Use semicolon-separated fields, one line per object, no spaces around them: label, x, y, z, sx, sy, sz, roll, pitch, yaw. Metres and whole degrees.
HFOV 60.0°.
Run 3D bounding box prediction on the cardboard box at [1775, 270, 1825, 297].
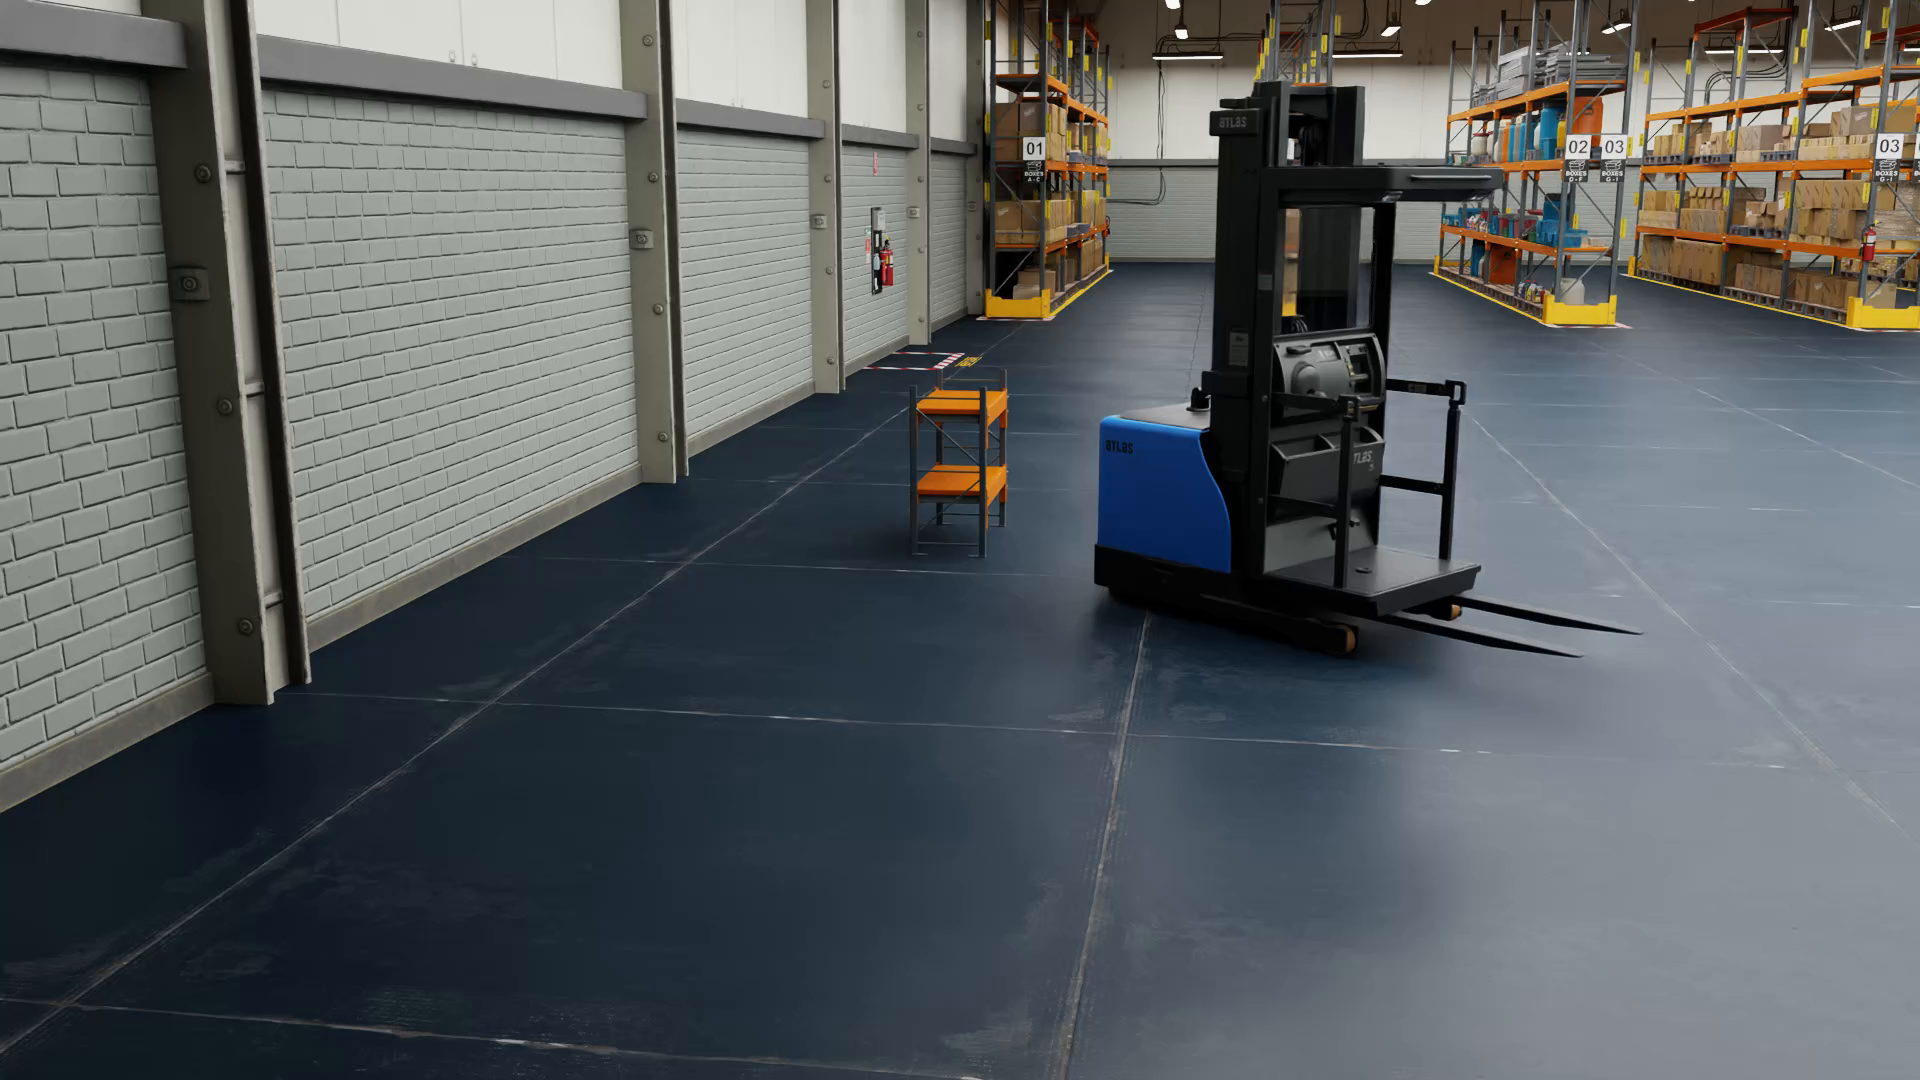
cardboard box;16.457;-5.025;32.578;0.700;0.500;0.500;1;12;4

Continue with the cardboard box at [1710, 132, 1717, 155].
cardboard box;17.249;-8.885;37.241;0.797;0.503;0.637;2;12;8

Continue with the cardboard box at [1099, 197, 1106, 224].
cardboard box;3.435;-8.924;45.071;0.980;0.700;0.700;2;12;11

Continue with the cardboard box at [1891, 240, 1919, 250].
cardboard box;16.005;-5.001;28.174;0.380;0.149;0.250;2;12;9

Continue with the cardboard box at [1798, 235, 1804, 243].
cardboard box;15.948;-5.642;31.150;0.380;0.149;0.250;2;12;9

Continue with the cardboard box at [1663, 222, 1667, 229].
cardboard box;17.413;-7.682;40.614;0.380;0.149;0.250;2;12;10

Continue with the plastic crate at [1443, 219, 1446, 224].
plastic crate;12.798;-8.359;43.642;0.250;0.136;0.298;2;12;9

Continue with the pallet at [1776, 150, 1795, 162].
pallet;16.541;-7.404;32.056;1.213;0.211;1.003;2;12;9

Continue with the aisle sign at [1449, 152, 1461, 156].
aisle sign;13.010;-9.858;43.948;0.394;0.787;0.004;2;12;9

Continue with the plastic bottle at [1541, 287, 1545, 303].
plastic bottle;10.852;-4.564;30.956;0.061;0.283;0.133;2;12;9

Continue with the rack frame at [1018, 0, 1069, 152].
rack frame;1.658;-9.319;33.374;1.000;3.000;0.127;2;12;9

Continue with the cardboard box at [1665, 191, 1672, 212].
cardboard box;17.459;-8.217;40.372;0.500;0.500;0.500;2;12;9

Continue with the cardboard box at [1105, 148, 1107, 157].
cardboard box;3.653;-10.370;44.495;0.500;0.250;0.500;2;12;10

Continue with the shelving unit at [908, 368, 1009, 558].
shelving unit;0.001;-0.551;11.381;0.538;1.125;1.048;2;12;9

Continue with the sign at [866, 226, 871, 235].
sign;-1.223;-4.130;22.196;0.001;0.109;0.331;2;12;9

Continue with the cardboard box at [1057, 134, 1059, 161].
cardboard box;1.596;-7.471;31.635;0.500;0.500;0.500;3;12;12

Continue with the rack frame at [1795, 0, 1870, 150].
rack frame;16.341;-8.837;31.140;1.000;3.000;0.127;2;12;9

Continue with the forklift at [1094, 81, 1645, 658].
forklift;2.164;-0.947;8.928;1.130;2.935;3.031;-11;16;-41

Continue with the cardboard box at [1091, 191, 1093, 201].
cardboard box;2.981;-8.410;40.628;0.500;0.250;0.500;2;12;10

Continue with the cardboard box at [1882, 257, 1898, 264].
cardboard box;22.286;-6.680;39.726;0.380;0.149;0.250;2;12;8

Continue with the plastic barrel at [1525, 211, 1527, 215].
plastic barrel;12.115;-6.731;35.342;0.421;0.512;0.421;0;12;0

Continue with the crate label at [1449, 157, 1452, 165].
crate label;12.831;-9.775;42.964;0.408;0.251;0.502;2;12;9

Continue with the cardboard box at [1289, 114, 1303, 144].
cardboard box;6.030;-7.304;29.569;0.797;0.503;0.637;3;12;13

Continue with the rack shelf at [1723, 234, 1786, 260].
rack shelf;16.648;-5.969;33.779;1.077;0.370;4.000;2;12;9

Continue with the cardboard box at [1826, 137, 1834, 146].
cardboard box;15.823;-7.162;29.896;0.380;0.149;0.250;2;12;8

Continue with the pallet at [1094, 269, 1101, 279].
pallet;3.082;-6.844;42.750;1.003;0.211;1.213;2;12;9

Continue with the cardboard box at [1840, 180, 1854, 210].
cardboard box;15.637;-5.982;28.813;0.500;0.500;0.500;2;12;9

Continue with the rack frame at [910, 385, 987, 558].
rack frame;-0.077;-0.445;10.890;0.500;1.125;0.032;2;12;9

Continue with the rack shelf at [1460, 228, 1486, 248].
rack shelf;12.370;-6.962;38.388;1.077;0.370;4.000;2;12;9

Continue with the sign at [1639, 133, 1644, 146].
sign;17.639;-10.354;43.035;0.100;0.325;0.005;2;12;9

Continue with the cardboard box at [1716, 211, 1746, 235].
cardboard box;16.787;-6.897;36.139;0.500;0.500;0.500;2;12;10

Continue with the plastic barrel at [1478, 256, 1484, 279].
plastic barrel;12.293;-6.345;38.723;0.421;0.512;0.421;0;12;0

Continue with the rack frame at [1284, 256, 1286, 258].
rack frame;6.553;-6.226;33.265;1.000;3.000;0.127;2;12;9

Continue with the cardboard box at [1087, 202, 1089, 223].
cardboard box;2.768;-7.728;39.240;0.500;0.500;0.500;2;12;8

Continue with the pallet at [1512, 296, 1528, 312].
pallet;11.302;-4.563;32.167;1.003;0.211;1.213;2;12;9

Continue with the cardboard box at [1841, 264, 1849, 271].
cardboard box;22.675;-6.934;42.317;0.380;0.149;0.250;2;12;10

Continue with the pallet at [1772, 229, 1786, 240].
pallet;16.602;-5.965;32.508;1.003;0.211;1.213;2;12;9

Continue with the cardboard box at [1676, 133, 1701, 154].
cardboard box;17.632;-9.504;39.883;0.700;0.500;0.500;1;12;5

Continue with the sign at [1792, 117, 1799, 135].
sign;15.792;-7.833;31.440;0.100;0.325;0.005;2;12;9

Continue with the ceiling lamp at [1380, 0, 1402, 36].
ceiling lamp;10.325;-13.416;38.529;0.800;3.185;2.000;2;12;9

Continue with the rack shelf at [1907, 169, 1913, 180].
rack shelf;22.149;-8.086;36.484;1.077;0.370;4.000;2;12;9

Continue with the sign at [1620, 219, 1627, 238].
sign;11.375;-5.349;28.536;0.100;0.325;0.005;2;12;9

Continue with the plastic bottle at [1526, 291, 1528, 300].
plastic bottle;10.817;-4.660;31.595;0.097;0.201;0.097;0;12;0

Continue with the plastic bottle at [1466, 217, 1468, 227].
plastic bottle;12.199;-7.611;39.966;0.061;0.283;0.133;2;12;9

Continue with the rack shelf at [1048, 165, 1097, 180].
rack shelf;2.580;-8.750;39.561;1.077;0.370;4.000;2;12;9

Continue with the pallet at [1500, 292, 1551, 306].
pallet;11.529;-4.867;33.574;1.003;0.211;1.213;2;12;9

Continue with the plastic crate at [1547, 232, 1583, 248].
plastic crate;10.613;-5.274;29.197;0.499;0.251;0.616;2;12;9

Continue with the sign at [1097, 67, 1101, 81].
sign;3.426;-11.464;40.924;0.100;0.325;0.005;2;12;9

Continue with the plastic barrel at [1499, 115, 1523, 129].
plastic barrel;12.152;-8.897;36.522;0.600;0.830;0.708;2;12;9

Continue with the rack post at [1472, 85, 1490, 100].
rack post;12.517;-10.452;38.811;0.937;0.300;0.954;2;12;8
